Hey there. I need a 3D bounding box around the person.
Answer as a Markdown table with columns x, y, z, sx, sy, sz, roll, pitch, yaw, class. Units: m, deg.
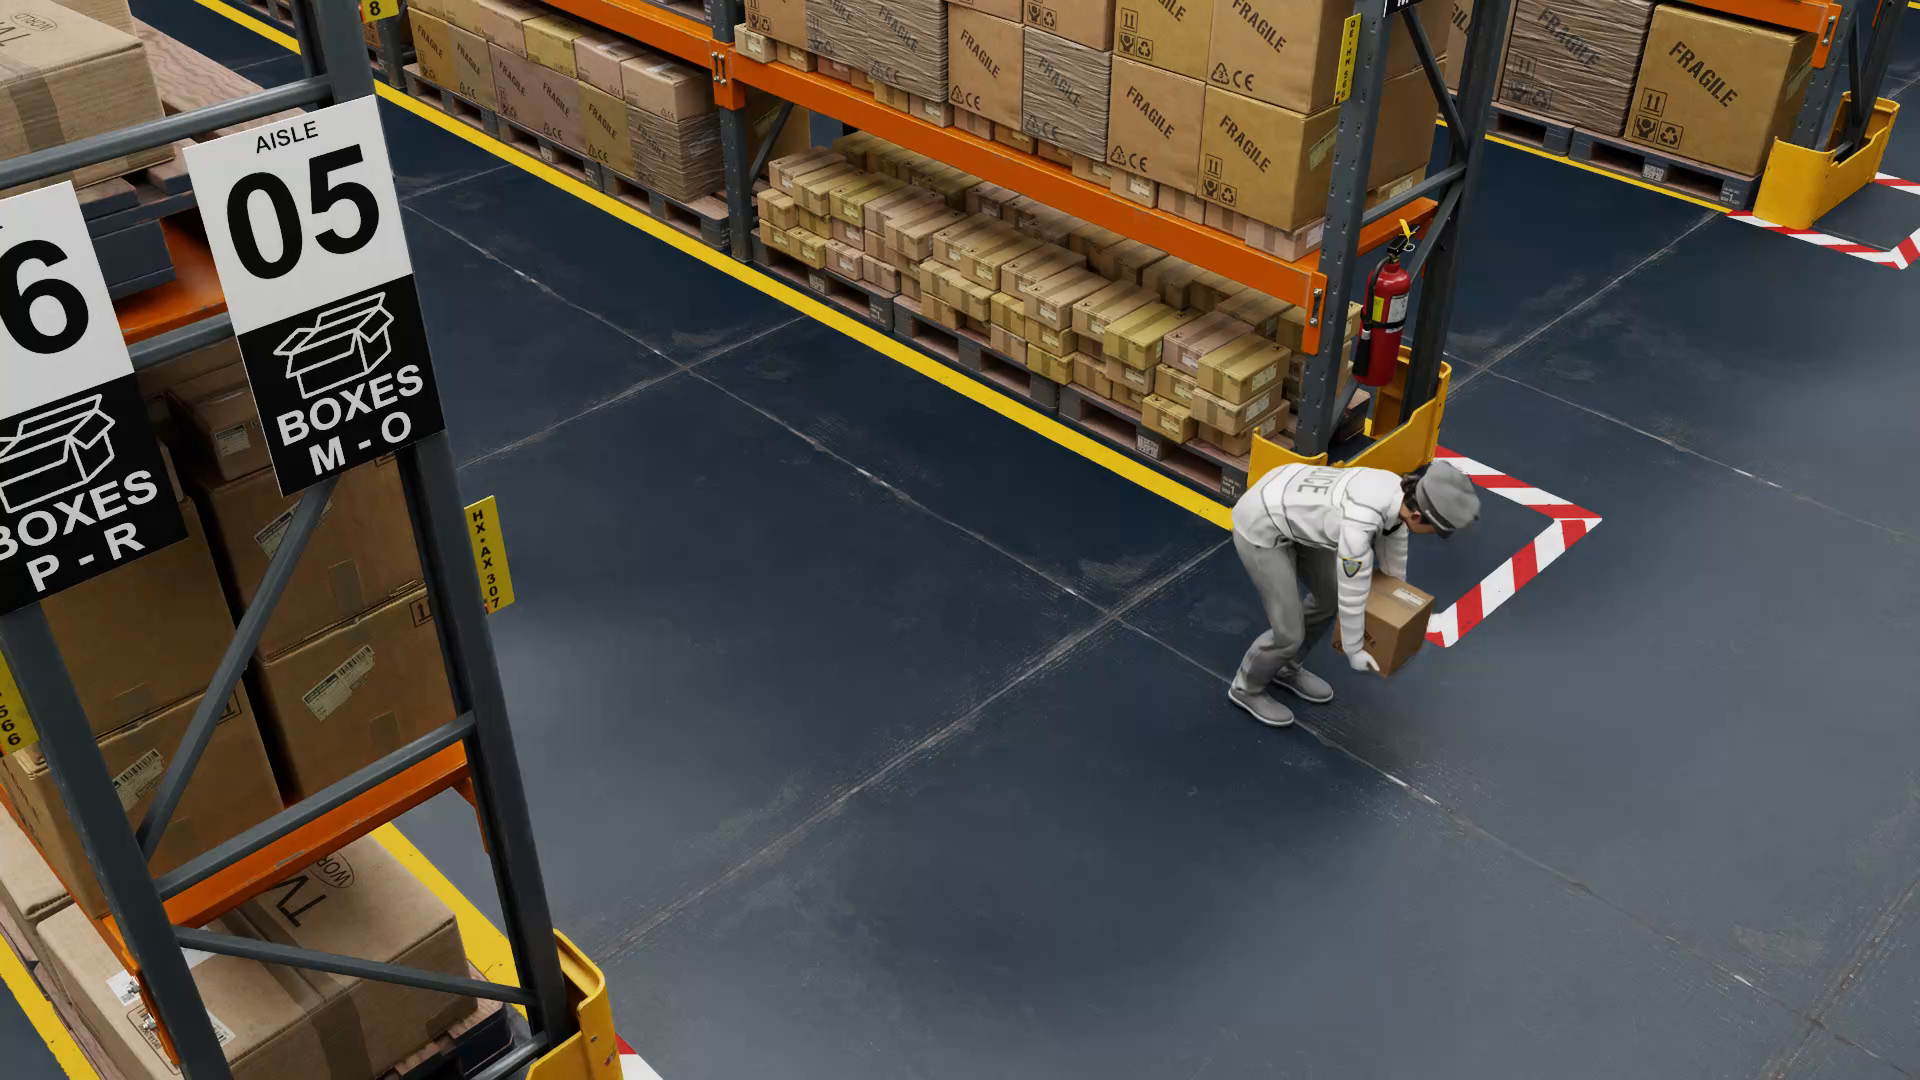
| x | y | z | sx | sy | sz | roll | pitch | yaw | class |
| --- | --- | --- | --- | --- | --- | --- | --- | --- | --- |
| 1.428 | 0.180 | 6.237 | 0.888 | 1.269 | 0.424 | 24 | 42 | 29 | person |
